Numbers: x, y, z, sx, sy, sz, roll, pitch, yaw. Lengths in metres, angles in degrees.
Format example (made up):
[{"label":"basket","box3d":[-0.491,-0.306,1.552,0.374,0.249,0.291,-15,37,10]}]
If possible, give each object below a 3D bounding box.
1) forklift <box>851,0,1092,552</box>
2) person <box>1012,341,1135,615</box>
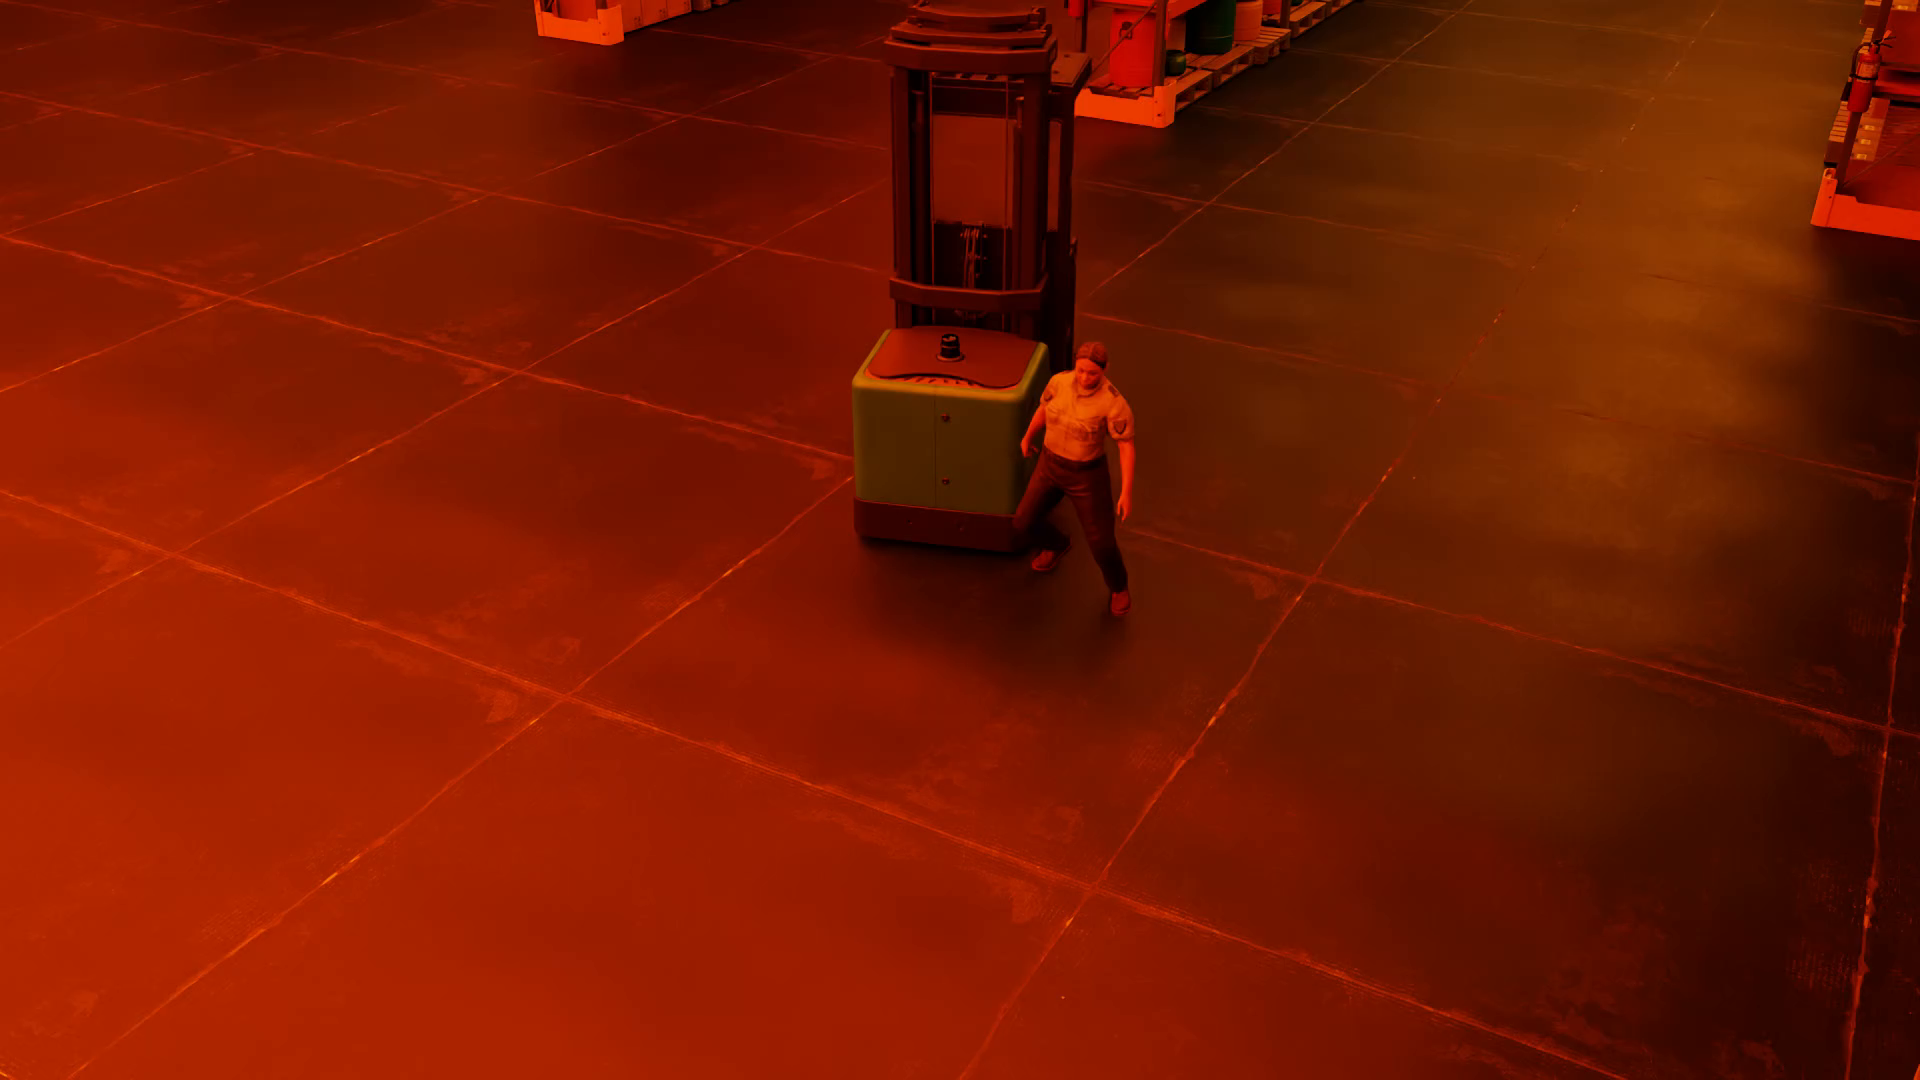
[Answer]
[{"label":"forklift","box3d":[0.185,-1.919,10.396,1.130,2.935,3.031,6,31,11]},{"label":"person","box3d":[0.629,-0.390,9.132,0.827,1.570,0.485,23,37,34]}]
